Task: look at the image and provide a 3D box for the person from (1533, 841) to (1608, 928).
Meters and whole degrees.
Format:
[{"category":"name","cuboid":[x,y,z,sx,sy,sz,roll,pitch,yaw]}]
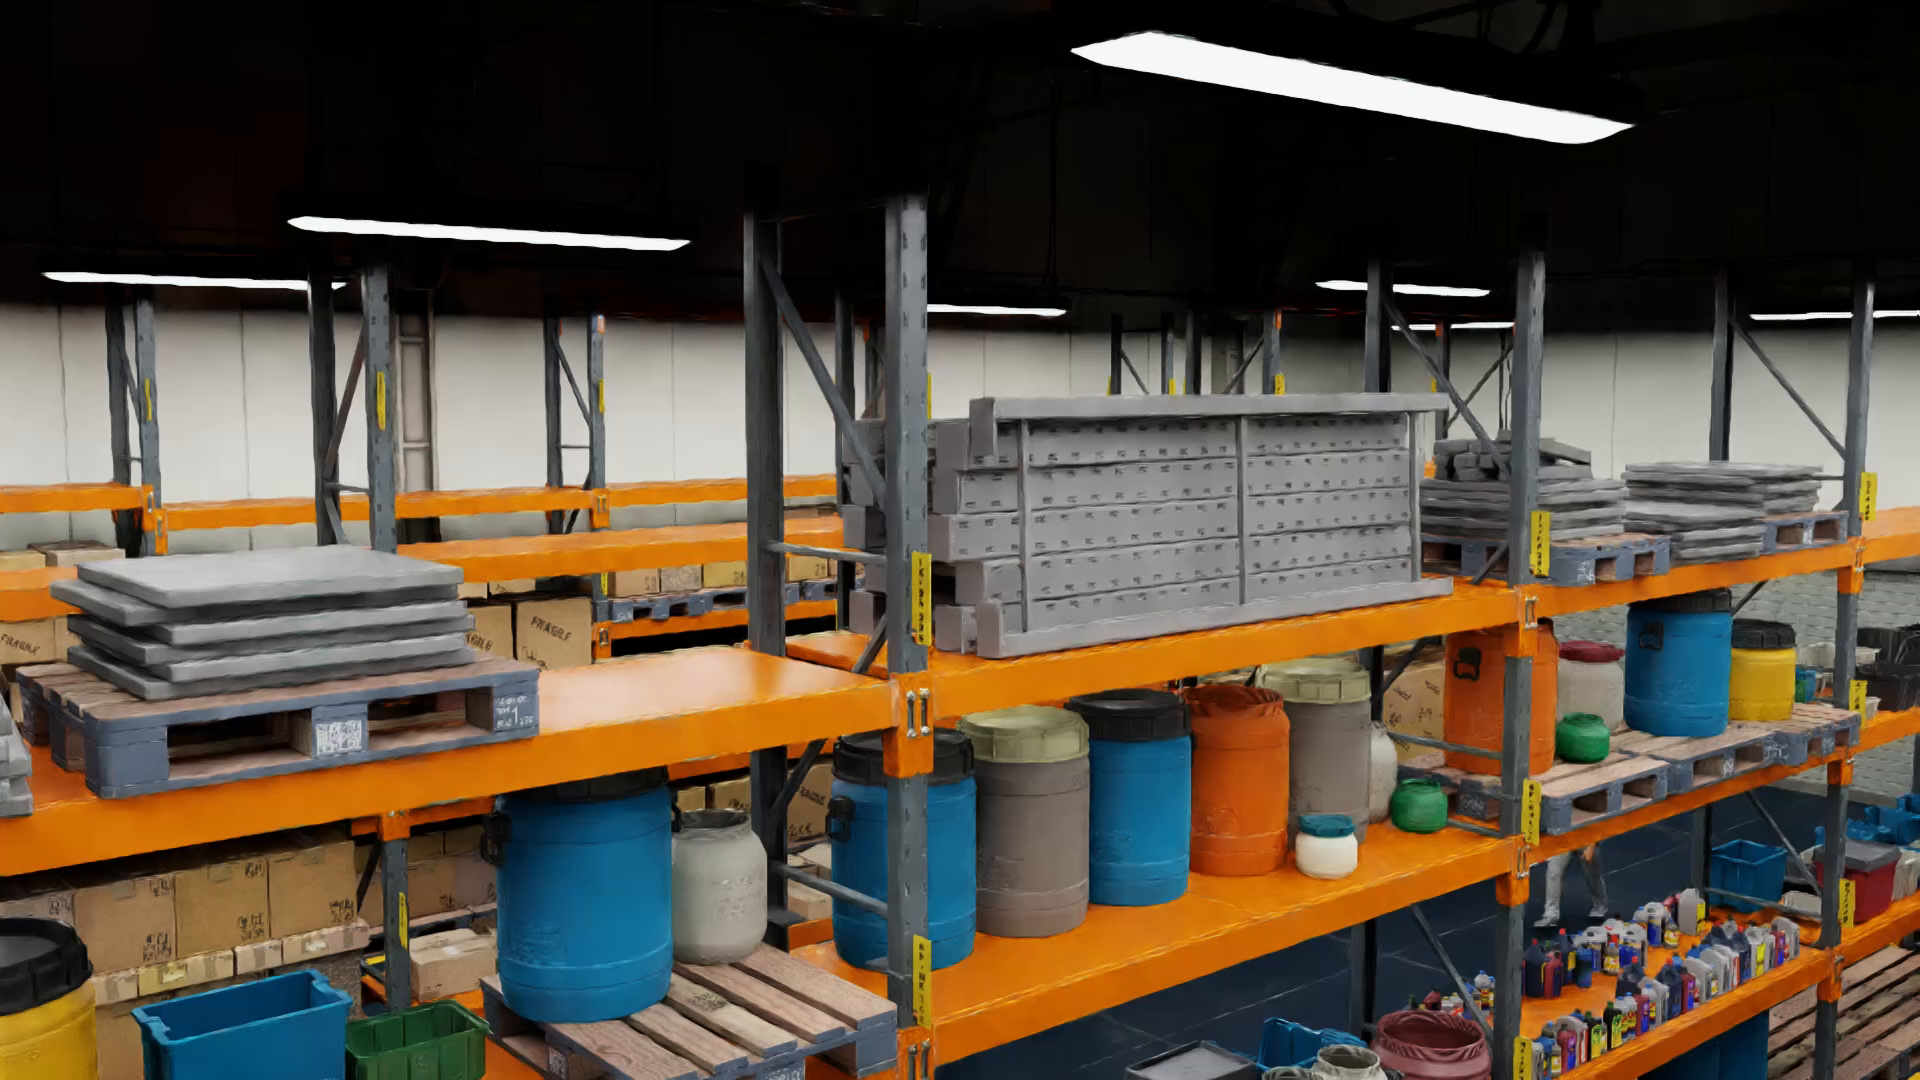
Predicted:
[{"category":"person","cuboid":[5.837,2.850,15.728,0.991,1.605,0.493,-5,7,-41]}]
